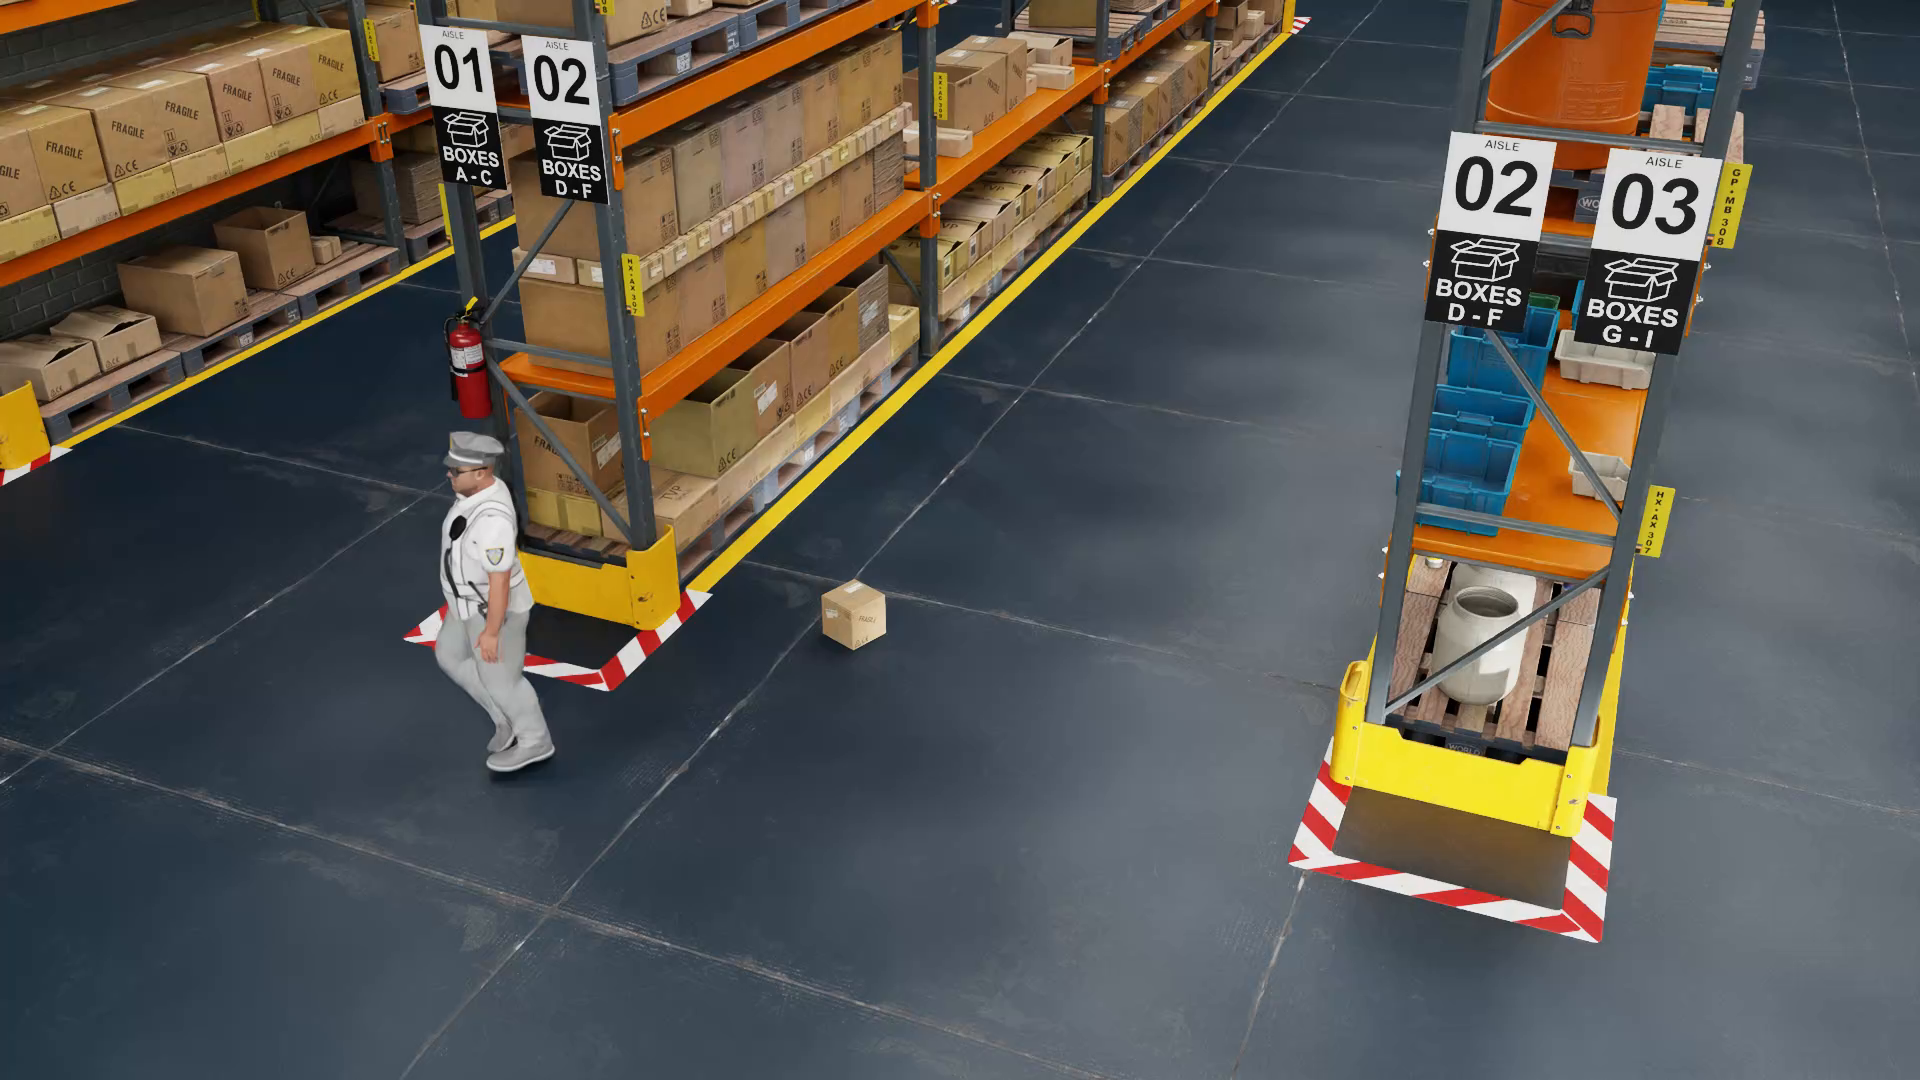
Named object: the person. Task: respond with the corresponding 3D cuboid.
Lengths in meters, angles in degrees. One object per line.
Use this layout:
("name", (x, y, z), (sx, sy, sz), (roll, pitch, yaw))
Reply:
("person", (-2.242, 0.327, 7.793), (0.464, 1.819, 0.577), (-12, 32, -21))
